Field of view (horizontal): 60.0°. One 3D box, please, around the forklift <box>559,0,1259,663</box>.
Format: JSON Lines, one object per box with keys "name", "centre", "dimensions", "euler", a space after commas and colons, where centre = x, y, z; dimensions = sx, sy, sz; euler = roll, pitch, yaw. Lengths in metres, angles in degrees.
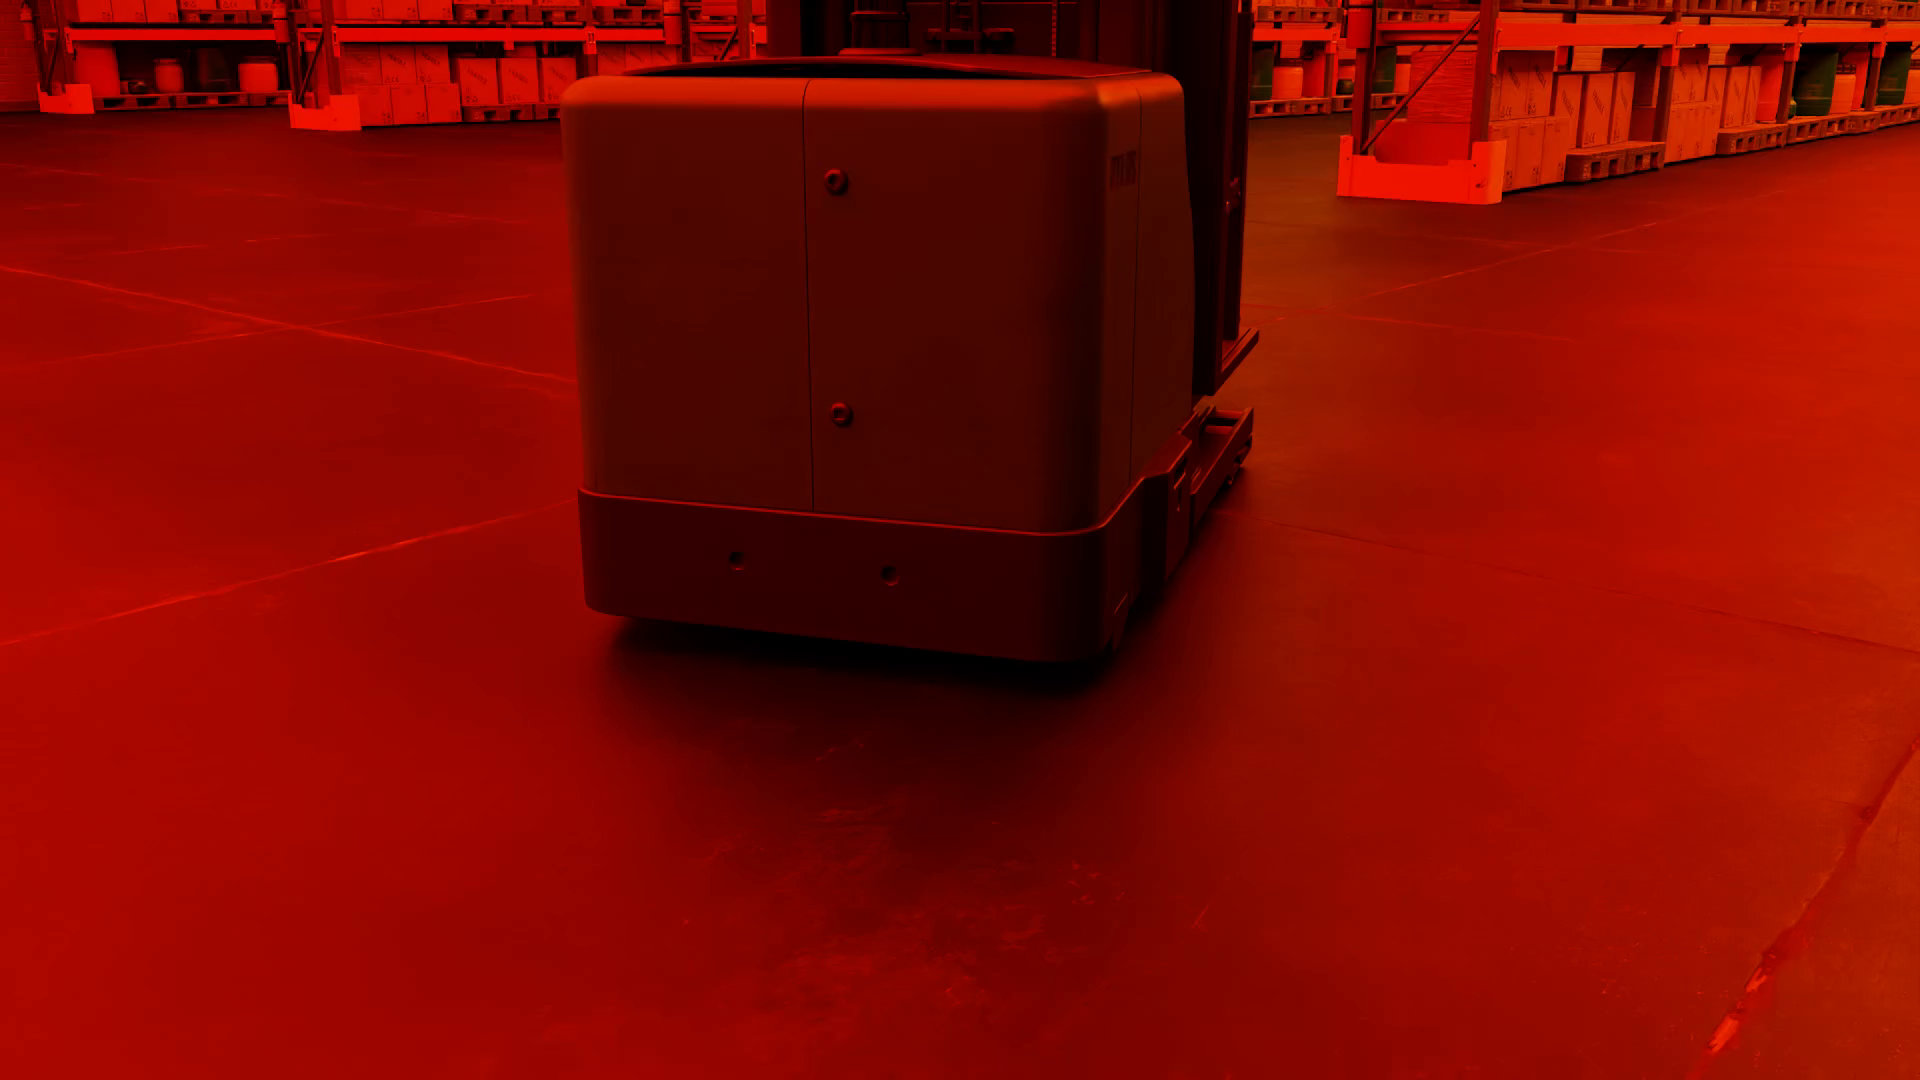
{"name": "forklift", "centre": [0.182, -1.571, 4.072], "dimensions": [1.130, 2.935, 3.031], "euler": [5, 18, 17]}
